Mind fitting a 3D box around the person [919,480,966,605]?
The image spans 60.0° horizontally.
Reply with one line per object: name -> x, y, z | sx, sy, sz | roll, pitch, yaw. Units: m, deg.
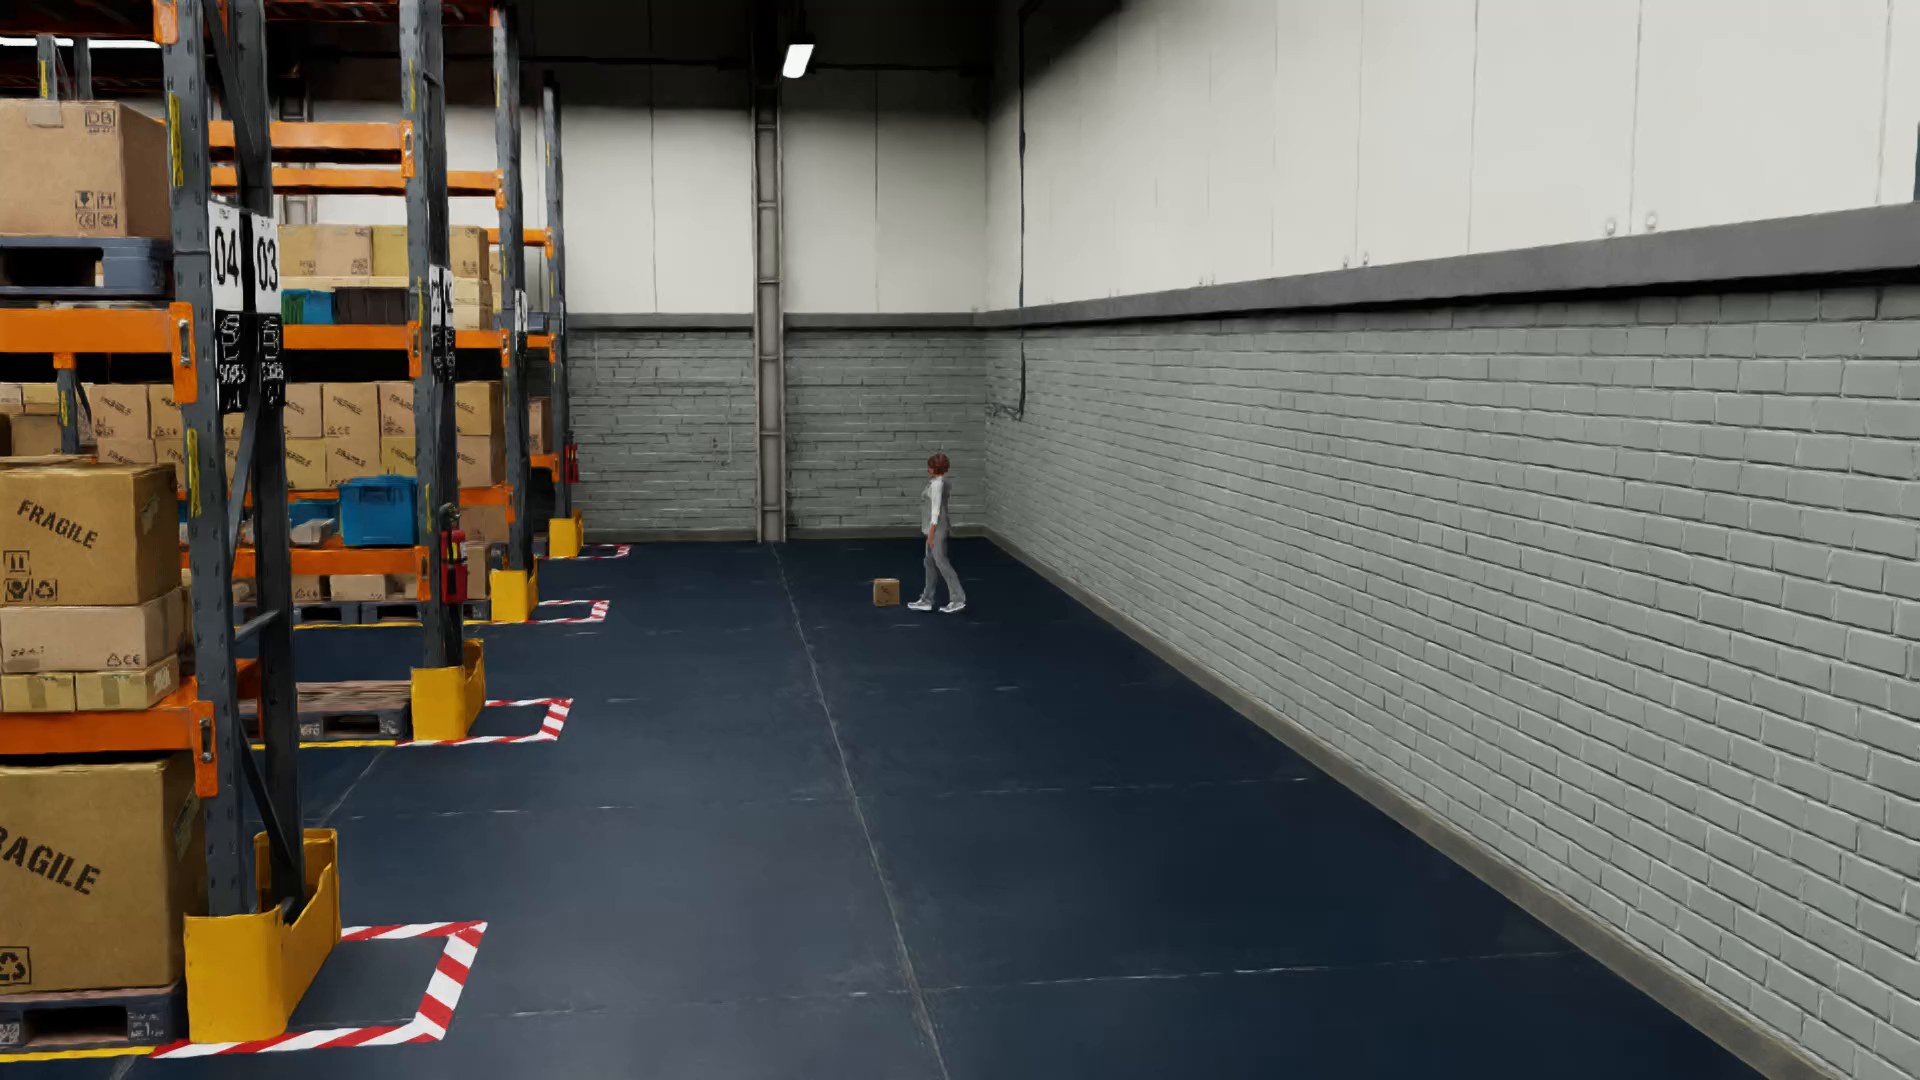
person -> -0.177, 0.021, 16.587 | 0.491, 1.276, 0.404 | 1, 7, 9
